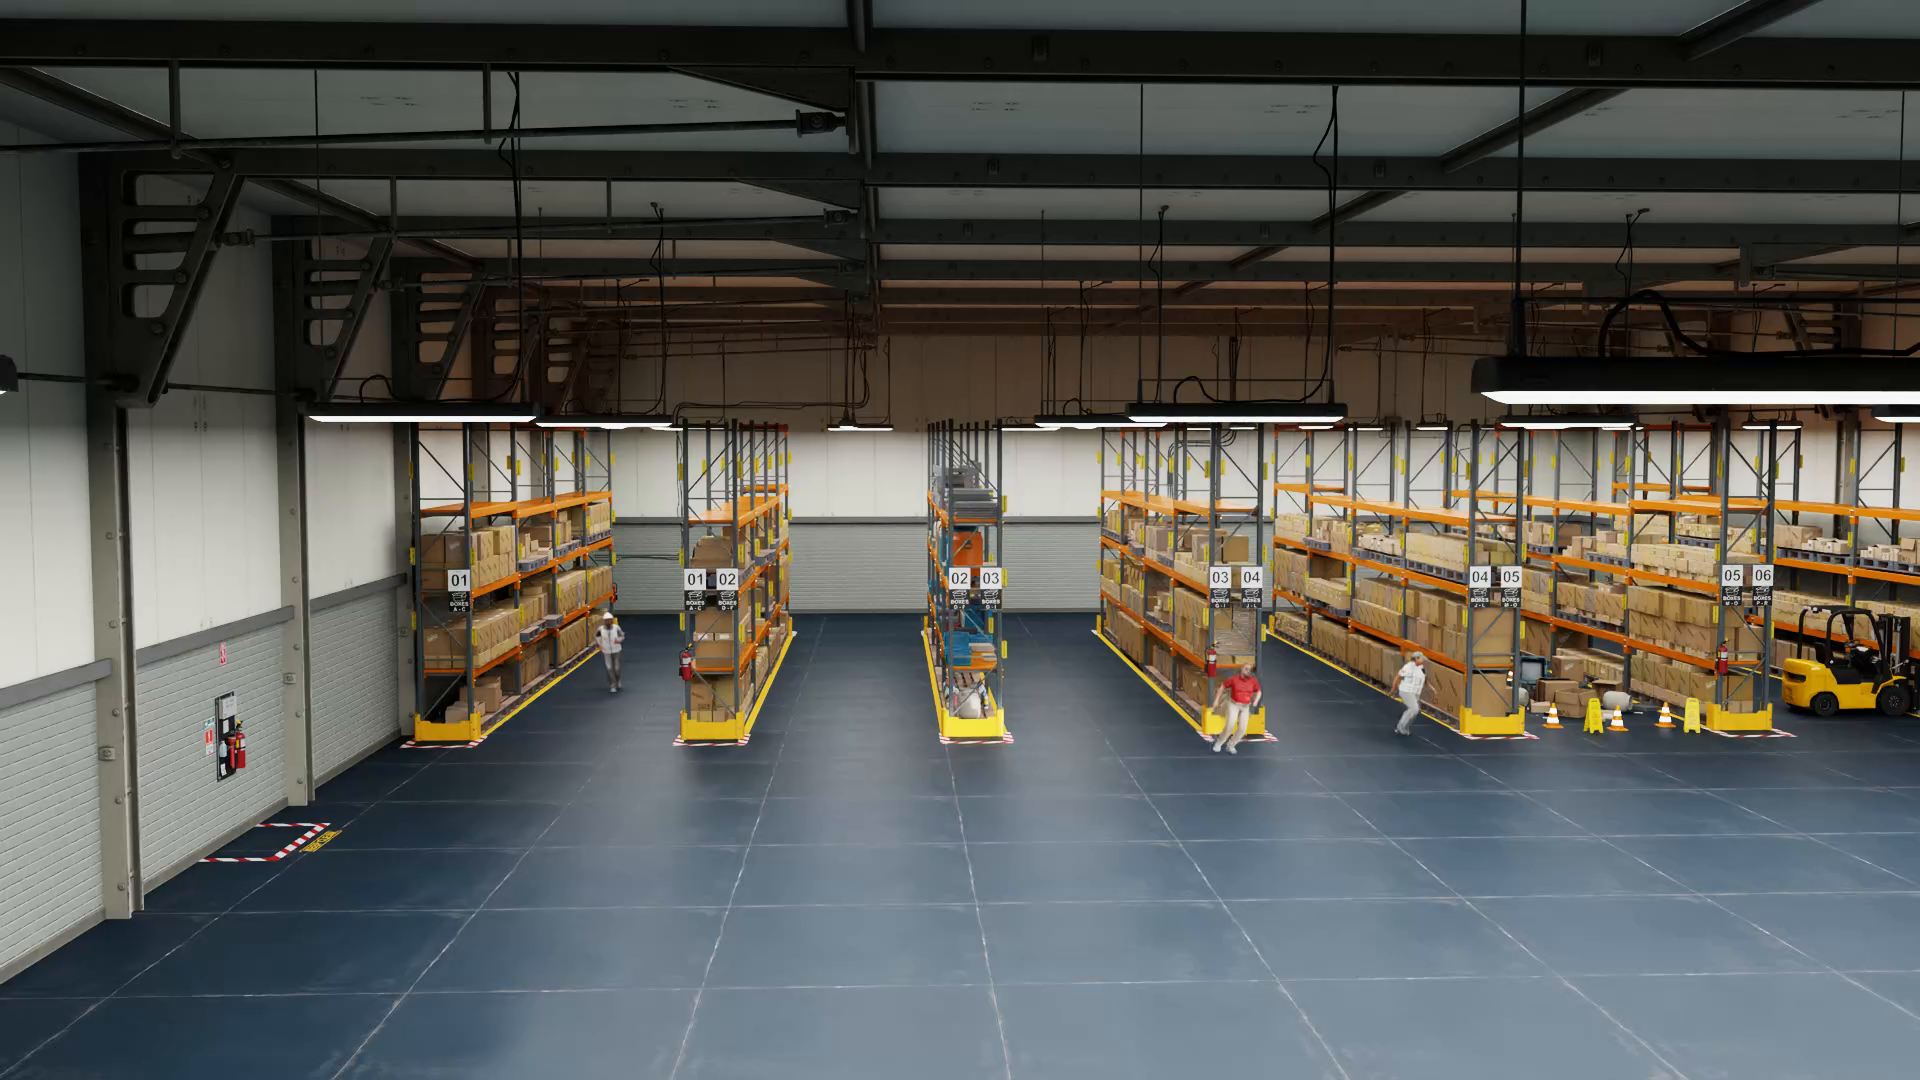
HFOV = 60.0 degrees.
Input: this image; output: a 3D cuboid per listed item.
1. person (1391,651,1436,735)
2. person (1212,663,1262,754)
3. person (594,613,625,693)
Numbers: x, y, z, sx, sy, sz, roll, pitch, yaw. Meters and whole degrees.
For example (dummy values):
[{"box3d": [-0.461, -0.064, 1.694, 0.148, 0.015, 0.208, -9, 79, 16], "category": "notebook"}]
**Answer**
[{"box3d": [8.589, 2.897, 31.437, 0.587, 1.607, 0.742, -3, 5, -40], "category": "person"}, {"box3d": [4.990, 3.029, 29.752, 0.893, 1.663, 0.606, -1, 4, -16], "category": "person"}, {"box3d": [-7.749, 2.472, 36.824, 0.660, 1.748, 0.853, -1, 4, -17], "category": "person"}]
